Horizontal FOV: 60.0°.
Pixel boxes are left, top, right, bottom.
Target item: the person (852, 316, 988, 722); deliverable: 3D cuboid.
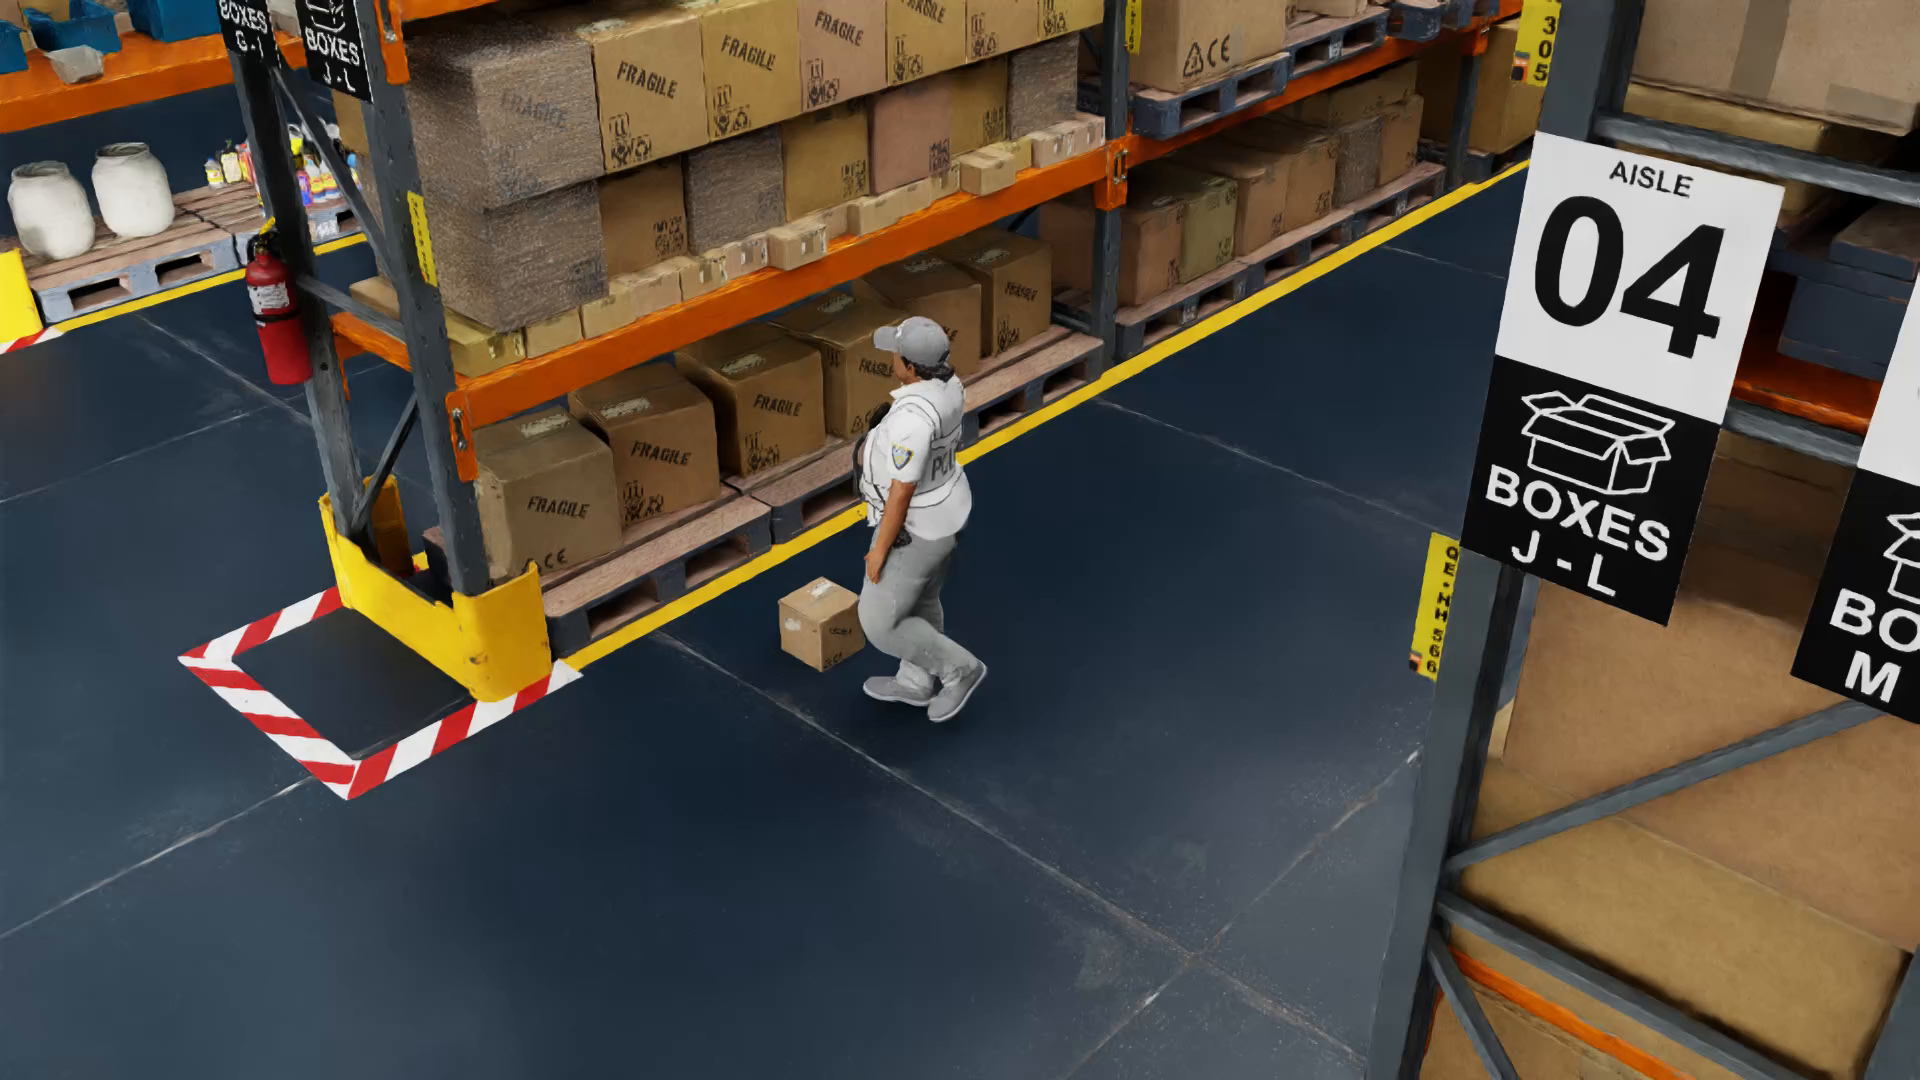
[{"bbox_3d":[-0.144,-0.051,6.192,0.524,1.662,0.517,8,32,12],"label":"person"}]
